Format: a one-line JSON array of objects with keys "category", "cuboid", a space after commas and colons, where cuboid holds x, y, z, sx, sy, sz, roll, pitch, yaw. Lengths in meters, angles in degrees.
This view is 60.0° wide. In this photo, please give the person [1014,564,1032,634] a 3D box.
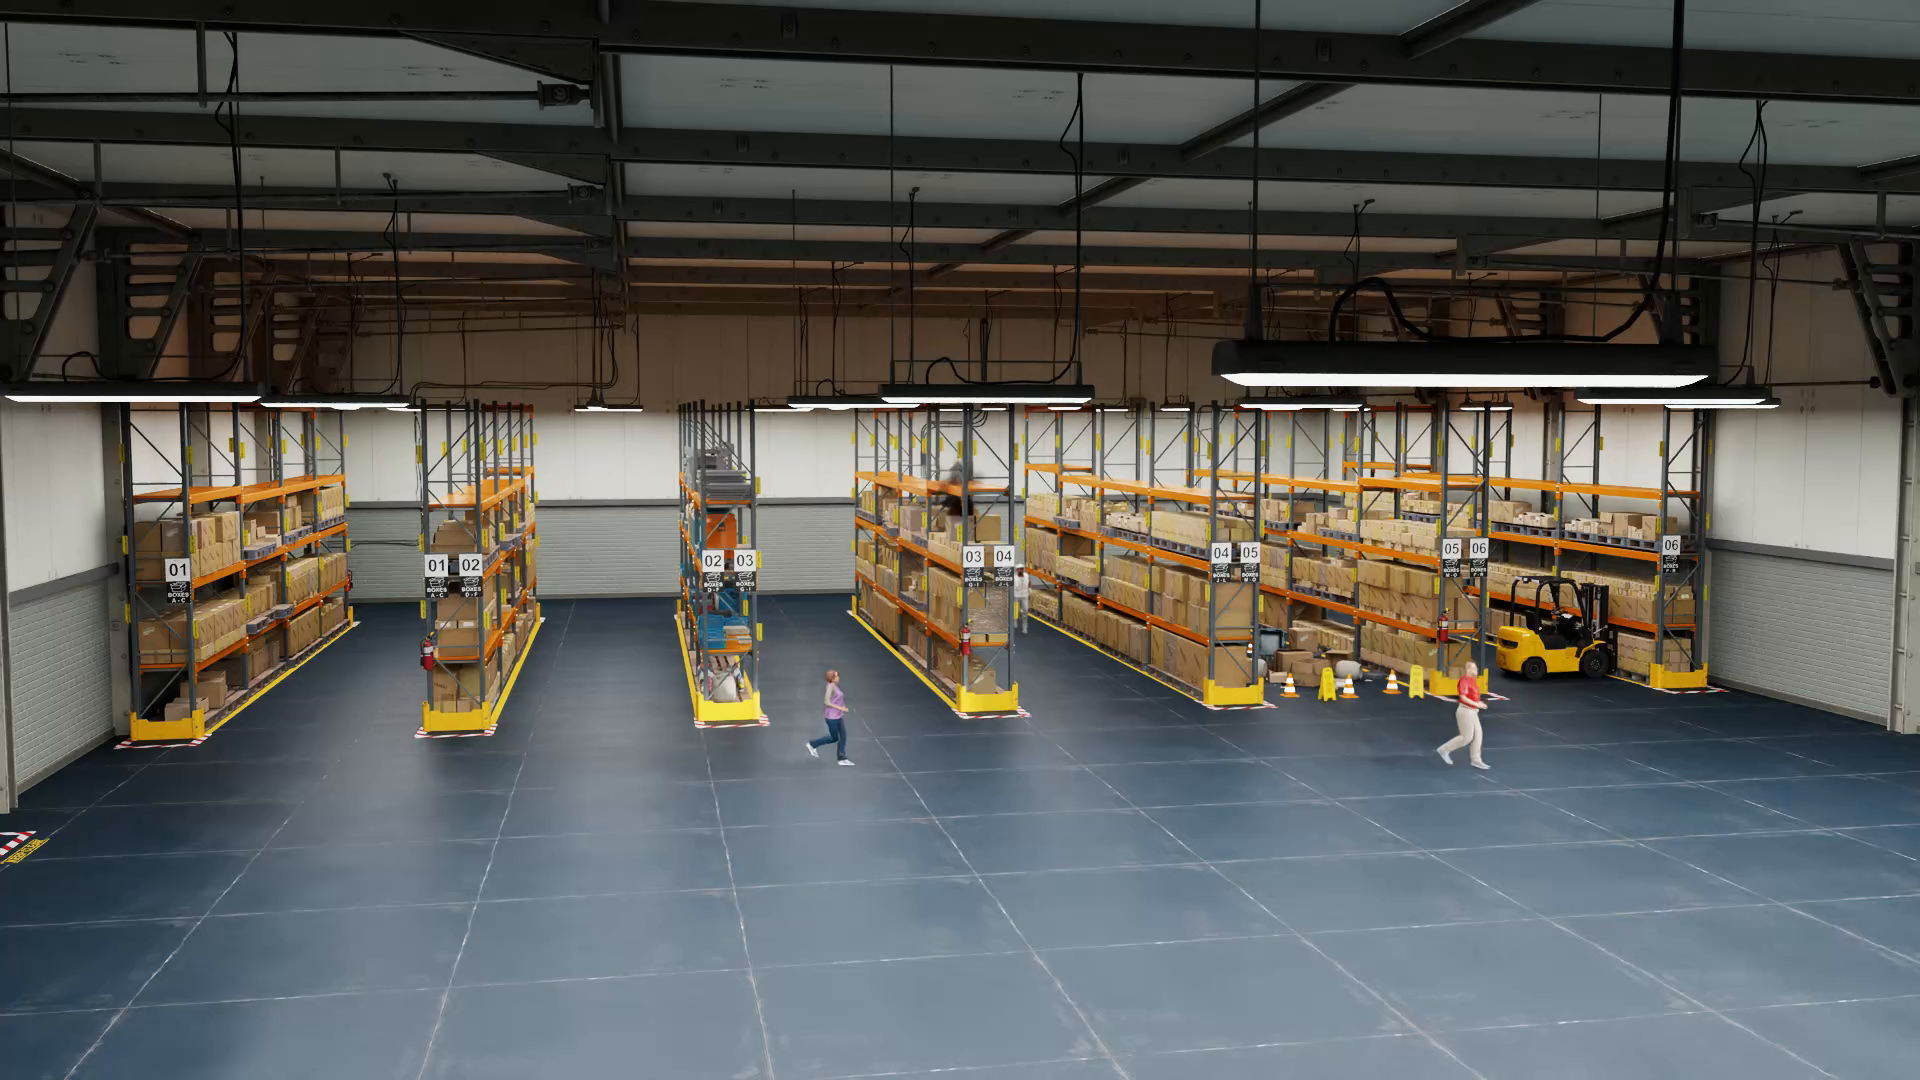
[{"category": "person", "cuboid": [1.588, 1.521, 43.776, 0.690, 1.801, 0.976, -1, 4, -11]}]

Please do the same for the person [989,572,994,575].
[{"category": "person", "cuboid": [0.737, 1.293, 47.671, 0.688, 1.734, 0.657, 0, 4, 0]}]

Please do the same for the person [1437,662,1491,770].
[{"category": "person", "cuboid": [8.196, 2.836, 26.969, 0.839, 1.741, 0.687, 2, 5, 24]}]

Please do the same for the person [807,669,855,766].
[{"category": "person", "cuboid": [-2.101, 2.895, 27.077, 0.790, 1.586, 0.538, 1, 4, 9]}]
